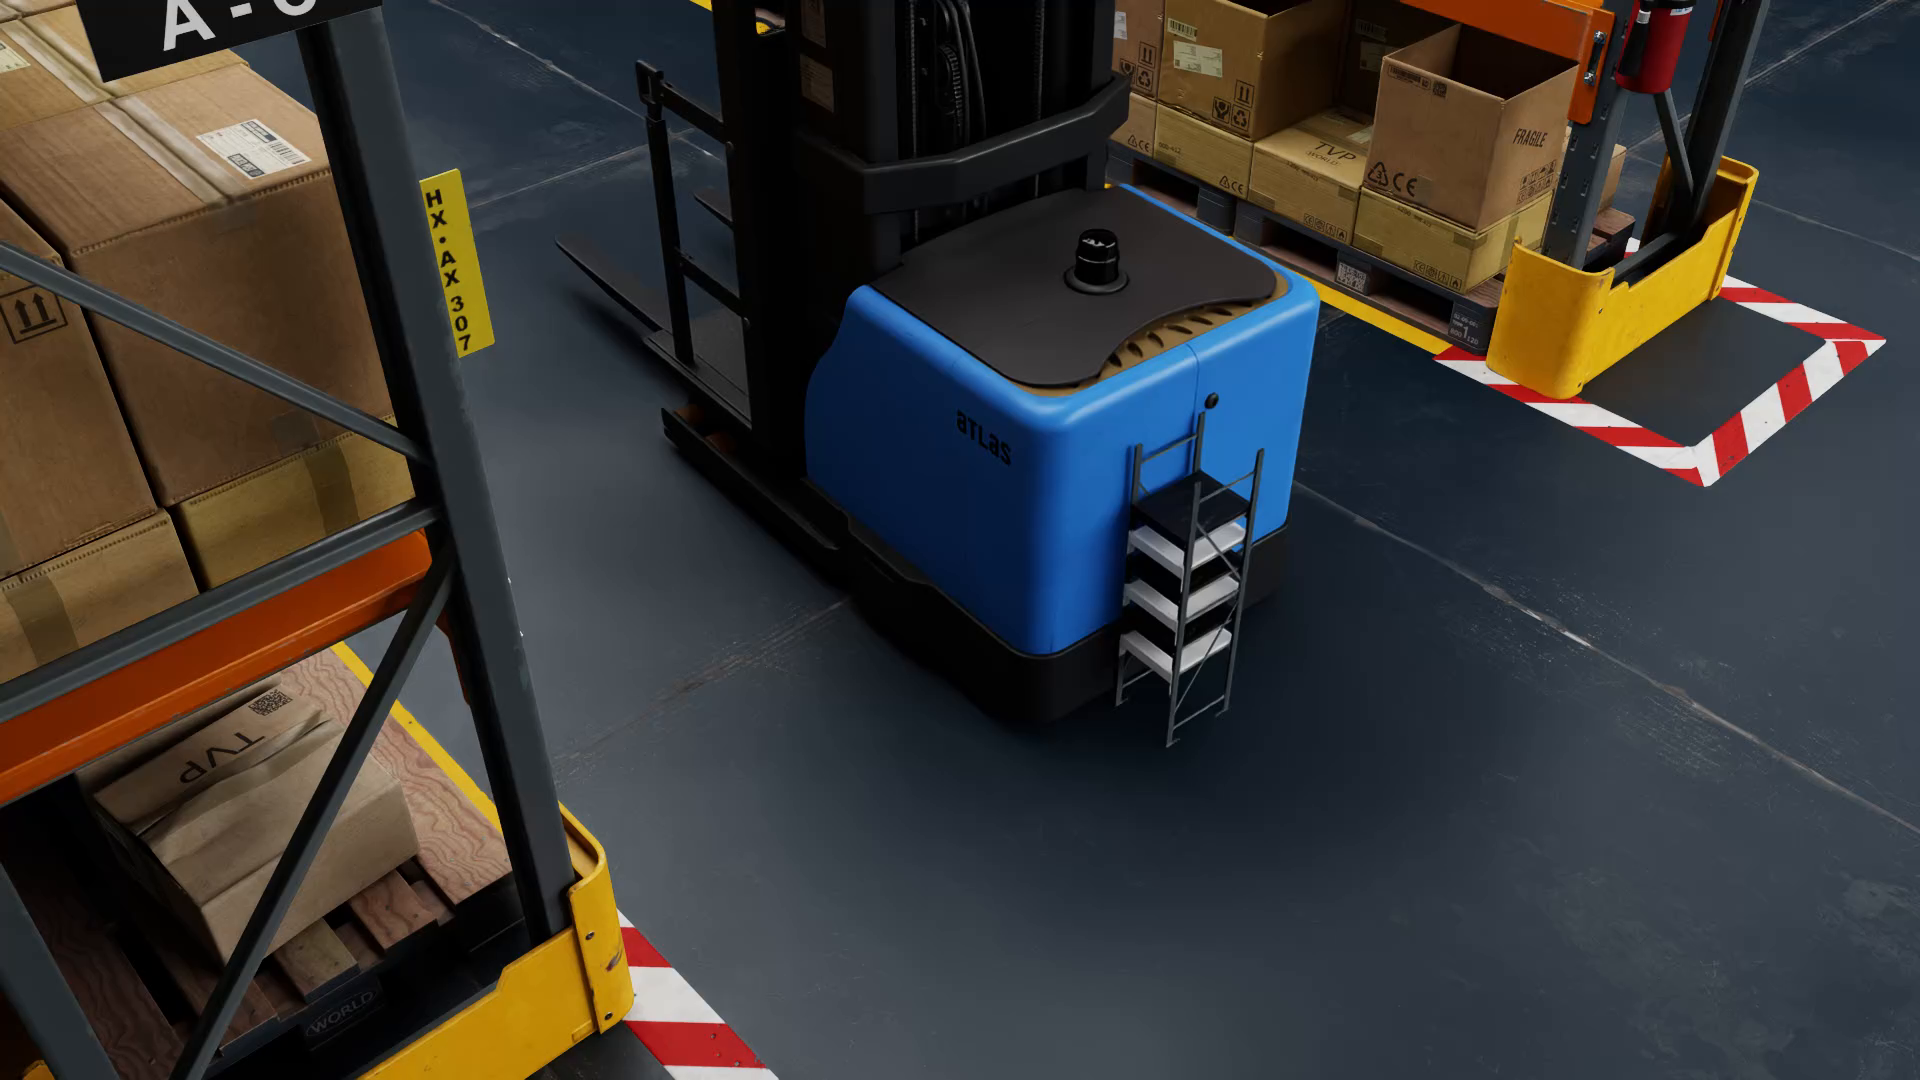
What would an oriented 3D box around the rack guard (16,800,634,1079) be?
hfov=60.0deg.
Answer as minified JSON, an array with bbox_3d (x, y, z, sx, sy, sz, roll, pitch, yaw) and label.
[{"bbox_3d":[-1.286,1.061,3.539,1.175,0.500,0.348,-30,48,-32],"label":"rack guard"}]

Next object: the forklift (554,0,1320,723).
[{"bbox_3d":[-0.341,-1.508,4.785,1.130,2.935,3.031,-27,46,-29],"label":"forklift"}]

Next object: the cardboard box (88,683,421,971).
[{"bbox_3d":[-1.636,0.640,3.860,0.500,0.311,0.500,29,47,31],"label":"cardboard box"}]

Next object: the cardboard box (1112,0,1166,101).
[{"bbox_3d":[0.805,-2.179,6.818,0.500,0.500,0.500,-30,48,-32],"label":"cardboard box"}]

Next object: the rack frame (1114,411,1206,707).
[{"bbox_3d":[0.529,0.071,4.446,0.240,0.900,0.006,-27,46,-29],"label":"rack frame"}]

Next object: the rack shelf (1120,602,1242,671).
[{"bbox_3d":[0.592,0.217,4.462,0.258,0.077,0.200,-27,46,-29],"label":"rack shelf"}]

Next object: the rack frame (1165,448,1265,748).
[{"bbox_3d":[0.655,0.171,4.322,0.240,0.900,0.006,-27,46,-29],"label":"rack frame"}]

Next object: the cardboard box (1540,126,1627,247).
[{"bbox_3d":[2.213,-1.420,6.475,0.500,0.250,0.500,-30,48,-32],"label":"cardboard box"}]

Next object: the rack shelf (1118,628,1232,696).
[{"bbox_3d":[0.592,0.287,4.518,0.258,0.077,0.200,-27,46,-29],"label":"rack shelf"}]

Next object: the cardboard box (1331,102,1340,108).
[{"bbox_3d":[1.534,-1.881,7.046,0.500,0.250,0.500,-30,48,-32],"label":"cardboard box"}]

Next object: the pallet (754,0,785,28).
[{"bbox_3d":[-0.821,-3.074,8.888,1.003,0.211,1.213,-30,48,-32],"label":"pallet"}]

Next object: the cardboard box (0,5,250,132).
[{"bbox_3d":[-1.663,-0.699,3.235,0.500,0.500,0.500,-30,48,-32],"label":"cardboard box"}]

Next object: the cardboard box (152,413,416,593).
[{"bbox_3d":[-1.331,-0.187,3.197,0.500,0.250,0.500,-31,48,-33],"label":"cardboard box"}]

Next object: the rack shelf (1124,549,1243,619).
[{"bbox_3d":[0.592,0.077,4.348,0.258,0.077,0.200,-27,46,-29],"label":"rack shelf"}]

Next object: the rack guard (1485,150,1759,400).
[{"bbox_3d":[2.428,-1.000,6.090,1.175,0.500,0.348,-30,48,-32],"label":"rack guard"}]

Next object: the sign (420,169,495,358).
[{"bbox_3d":[-0.835,-0.444,2.723,0.100,0.325,0.005,-30,48,-32],"label":"sign"}]

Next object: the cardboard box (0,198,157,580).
[{"bbox_3d":[-1.710,-0.245,2.673,0.500,0.500,0.500,-31,48,-32],"label":"cardboard box"}]

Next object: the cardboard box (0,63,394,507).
[{"bbox_3d":[-1.336,-0.466,2.947,0.500,0.500,0.500,-30,48,-32],"label":"cardboard box"}]

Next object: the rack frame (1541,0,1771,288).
[{"bbox_3d":[2.412,-1.983,5.318,1.000,3.000,0.127,-30,48,-32],"label":"rack frame"}]

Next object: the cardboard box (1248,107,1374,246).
[{"bbox_3d":[1.484,-1.426,6.482,0.500,0.250,0.500,-30,48,-32],"label":"cardboard box"}]

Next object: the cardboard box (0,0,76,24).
[{"bbox_3d":[-2.008,-0.941,3.534,0.500,0.500,0.500,-32,49,-33],"label":"cardboard box"}]

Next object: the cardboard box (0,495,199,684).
[{"bbox_3d":[-1.694,0.040,2.916,0.500,0.250,0.500,-29,47,-31],"label":"cardboard box"}]

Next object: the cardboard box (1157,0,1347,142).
[{"bbox_3d":[1.143,-1.947,6.531,0.500,0.500,0.500,-30,48,-32],"label":"cardboard box"}]

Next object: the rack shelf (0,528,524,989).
[{"bbox_3d":[-2.587,-0.522,4.082,1.077,0.370,4.000,-30,48,-32],"label":"rack shelf"}]

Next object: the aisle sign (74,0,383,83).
[{"bbox_3d":[-0.965,-0.982,2.009,0.394,0.787,0.004,-30,48,-32],"label":"aisle sign"}]

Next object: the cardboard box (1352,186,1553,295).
[{"bbox_3d":[1.831,-1.200,6.202,0.500,0.250,0.500,-30,48,-32],"label":"cardboard box"}]

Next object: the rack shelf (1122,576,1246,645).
[{"bbox_3d":[0.592,0.147,4.405,0.258,0.077,0.200,-27,46,-29],"label":"rack shelf"}]

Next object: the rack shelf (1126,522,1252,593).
[{"bbox_3d":[0.592,0.007,4.292,0.258,0.077,0.200,-27,46,-29],"label":"rack shelf"}]

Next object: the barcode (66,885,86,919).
[{"bbox_3d":[-1.943,0.798,3.657,0.001,0.075,0.075,-30,48,-32],"label":"barcode"}]

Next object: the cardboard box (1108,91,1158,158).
[{"bbox_3d":[0.808,-1.889,7.055,0.500,0.250,0.500,-30,48,-32],"label":"cardboard box"}]

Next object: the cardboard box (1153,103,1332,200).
[{"bbox_3d":[1.145,-1.656,6.768,0.500,0.250,0.500,-30,48,-32],"label":"cardboard box"}]

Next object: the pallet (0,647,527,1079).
[{"bbox_3d":[-1.809,0.782,4.113,1.003,0.211,1.213,-30,48,-32],"label":"pallet"}]

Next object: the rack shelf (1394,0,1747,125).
[{"bbox_3d":[1.059,-2.629,6.690,1.077,0.370,4.000,-30,48,-32],"label":"rack shelf"}]

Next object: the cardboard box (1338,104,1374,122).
[{"bbox_3d":[1.872,-1.649,6.759,0.500,0.250,0.500,-30,48,-32],"label":"cardboard box"}]

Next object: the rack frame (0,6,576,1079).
[{"bbox_3d":[-1.235,0.124,2.710,1.000,3.000,0.127,-30,48,-32],"label":"rack frame"}]

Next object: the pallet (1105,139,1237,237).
[{"bbox_3d":[1.043,-1.799,7.309,1.003,0.211,1.213,-30,48,-32],"label":"pallet"}]

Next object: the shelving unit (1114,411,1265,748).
[{"bbox_3d":[0.592,0.121,4.384,0.258,0.900,0.210,-27,46,-29],"label":"shelving unit"}]

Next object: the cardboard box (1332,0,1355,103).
[{"bbox_3d":[1.526,-2.168,6.804,0.500,0.500,0.500,-30,48,-32],"label":"cardboard box"}]

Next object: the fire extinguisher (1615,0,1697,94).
[{"bbox_3d":[2.149,-1.701,5.030,0.296,0.674,0.183,-30,48,-32],"label":"fire extinguisher"}]

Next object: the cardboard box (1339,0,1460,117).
[{"bbox_3d":[1.873,-1.942,6.524,0.500,0.500,0.500,-30,48,-32],"label":"cardboard box"}]

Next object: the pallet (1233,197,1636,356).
[{"bbox_3d":[1.864,-1.235,6.610,1.003,0.211,1.213,-30,48,-32],"label":"pallet"}]

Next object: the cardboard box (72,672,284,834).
[{"bbox_3d":[-2.022,0.376,4.187,0.500,0.311,0.500,-26,46,-28],"label":"cardboard box"}]

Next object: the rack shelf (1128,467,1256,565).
[{"bbox_3d":[0.592,-0.063,4.235,0.258,0.077,0.200,-27,46,-29],"label":"rack shelf"}]

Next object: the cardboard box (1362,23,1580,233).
[{"bbox_3d":[1.830,-1.490,5.965,0.500,0.500,0.500,-30,48,-32],"label":"cardboard box"}]
